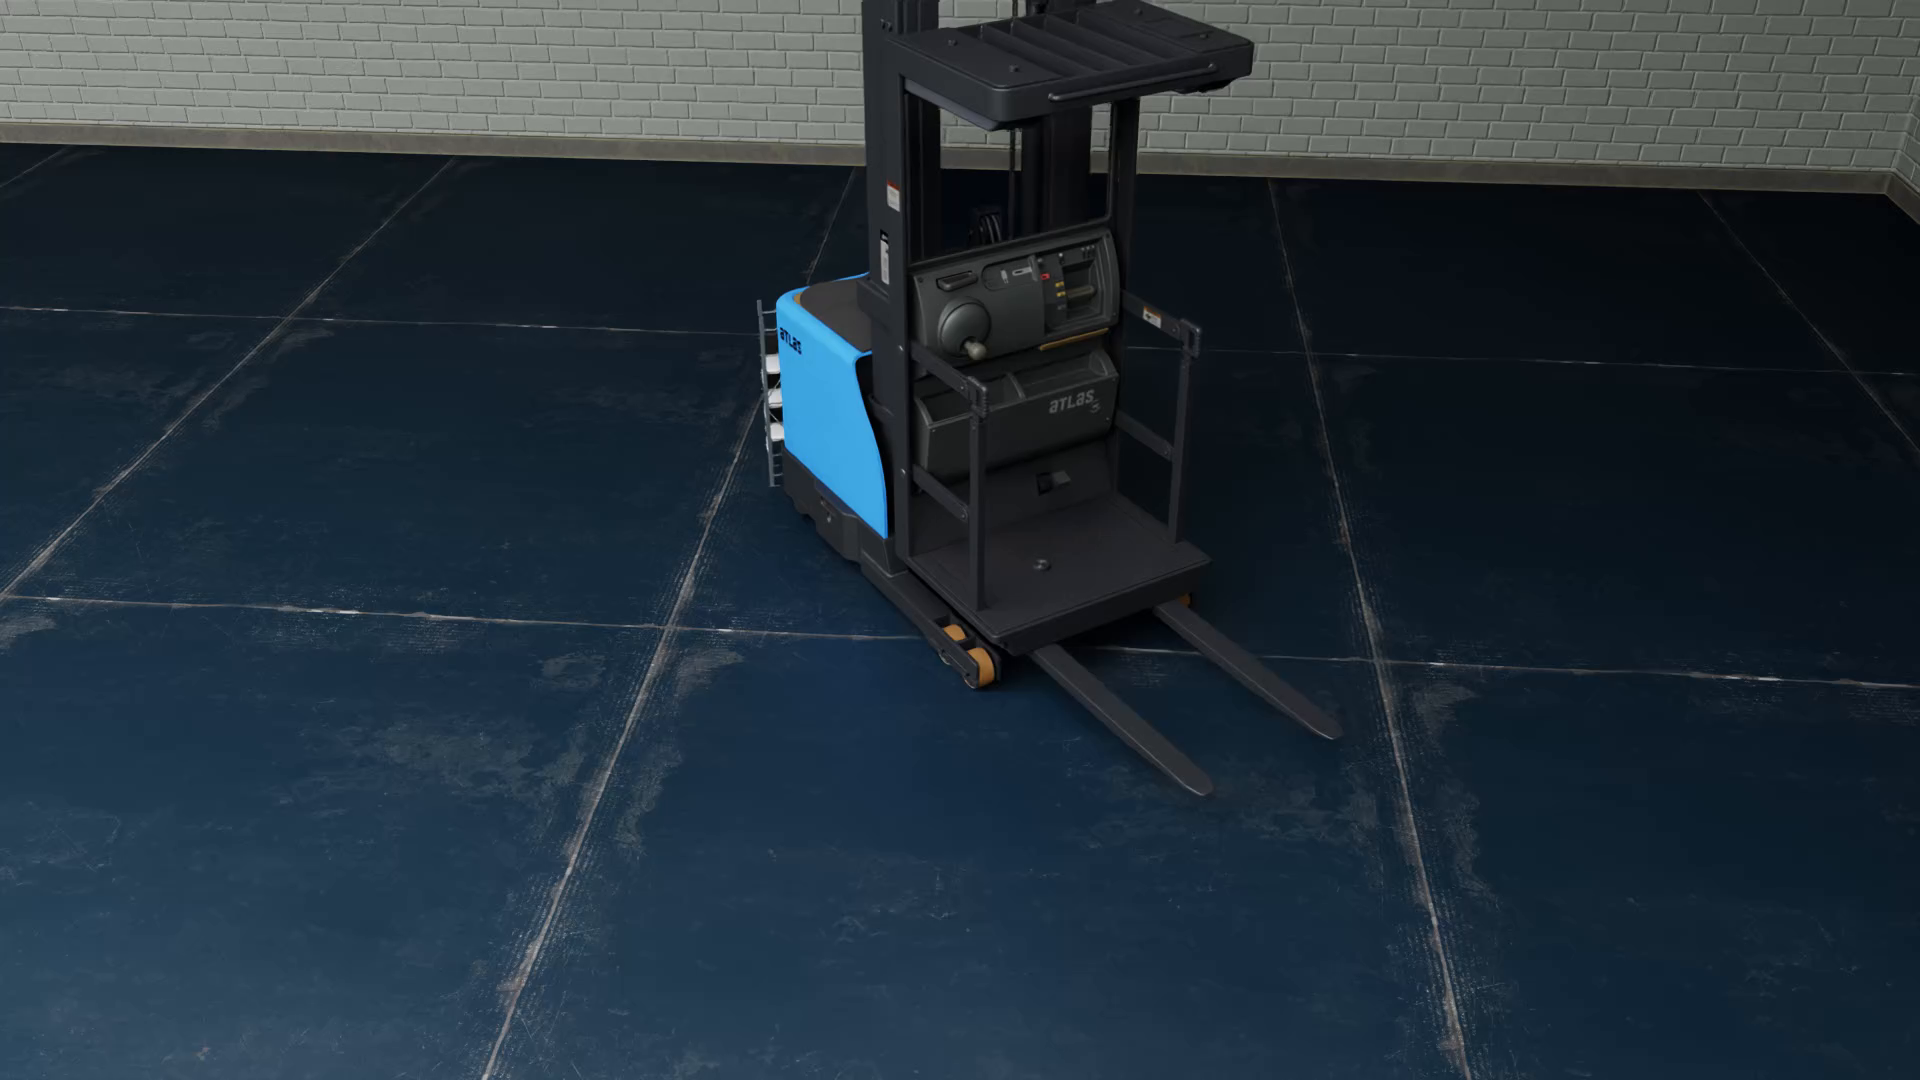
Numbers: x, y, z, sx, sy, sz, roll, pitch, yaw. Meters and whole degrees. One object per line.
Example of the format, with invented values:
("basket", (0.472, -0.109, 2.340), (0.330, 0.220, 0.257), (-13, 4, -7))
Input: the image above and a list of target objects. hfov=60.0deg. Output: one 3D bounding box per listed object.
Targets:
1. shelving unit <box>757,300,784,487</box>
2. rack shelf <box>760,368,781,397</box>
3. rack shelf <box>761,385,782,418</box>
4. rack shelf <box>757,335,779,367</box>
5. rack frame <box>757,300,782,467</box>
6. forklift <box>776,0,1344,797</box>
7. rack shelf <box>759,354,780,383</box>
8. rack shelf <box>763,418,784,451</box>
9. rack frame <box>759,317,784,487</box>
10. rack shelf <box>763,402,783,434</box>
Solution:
("shelving unit", (-0.829, -0.708, 8.042), (0.258, 0.900, 0.210), (-4, 32, -7))
("rack shelf", (-0.829, -0.756, 8.012), (0.258, 0.077, 0.200), (-4, 32, -7))
("rack shelf", (-0.829, -0.680, 8.059), (0.258, 0.077, 0.200), (-4, 32, -7))
("rack shelf", (-0.829, -0.910, 7.917), (0.258, 0.077, 0.200), (-4, 32, -7))
("rack frame", (-0.844, -0.761, 8.127), (0.240, 0.900, 0.006), (-4, 32, -7))
("forklift", (0.349, -0.924, 6.455), (1.130, 2.935, 3.031), (-18, 36, -26))
("rack shelf", (-0.829, -0.833, 7.965), (0.258, 0.077, 0.200), (-4, 32, -7))
("rack shelf", (-0.829, -0.527, 8.153), (0.258, 0.077, 0.200), (-4, 32, -7))
("rack frame", (-0.814, -0.655, 7.956), (0.240, 0.900, 0.006), (-4, 32, -7))
("rack shelf", (-0.829, -0.603, 8.106), (0.258, 0.077, 0.200), (-4, 32, -7))
